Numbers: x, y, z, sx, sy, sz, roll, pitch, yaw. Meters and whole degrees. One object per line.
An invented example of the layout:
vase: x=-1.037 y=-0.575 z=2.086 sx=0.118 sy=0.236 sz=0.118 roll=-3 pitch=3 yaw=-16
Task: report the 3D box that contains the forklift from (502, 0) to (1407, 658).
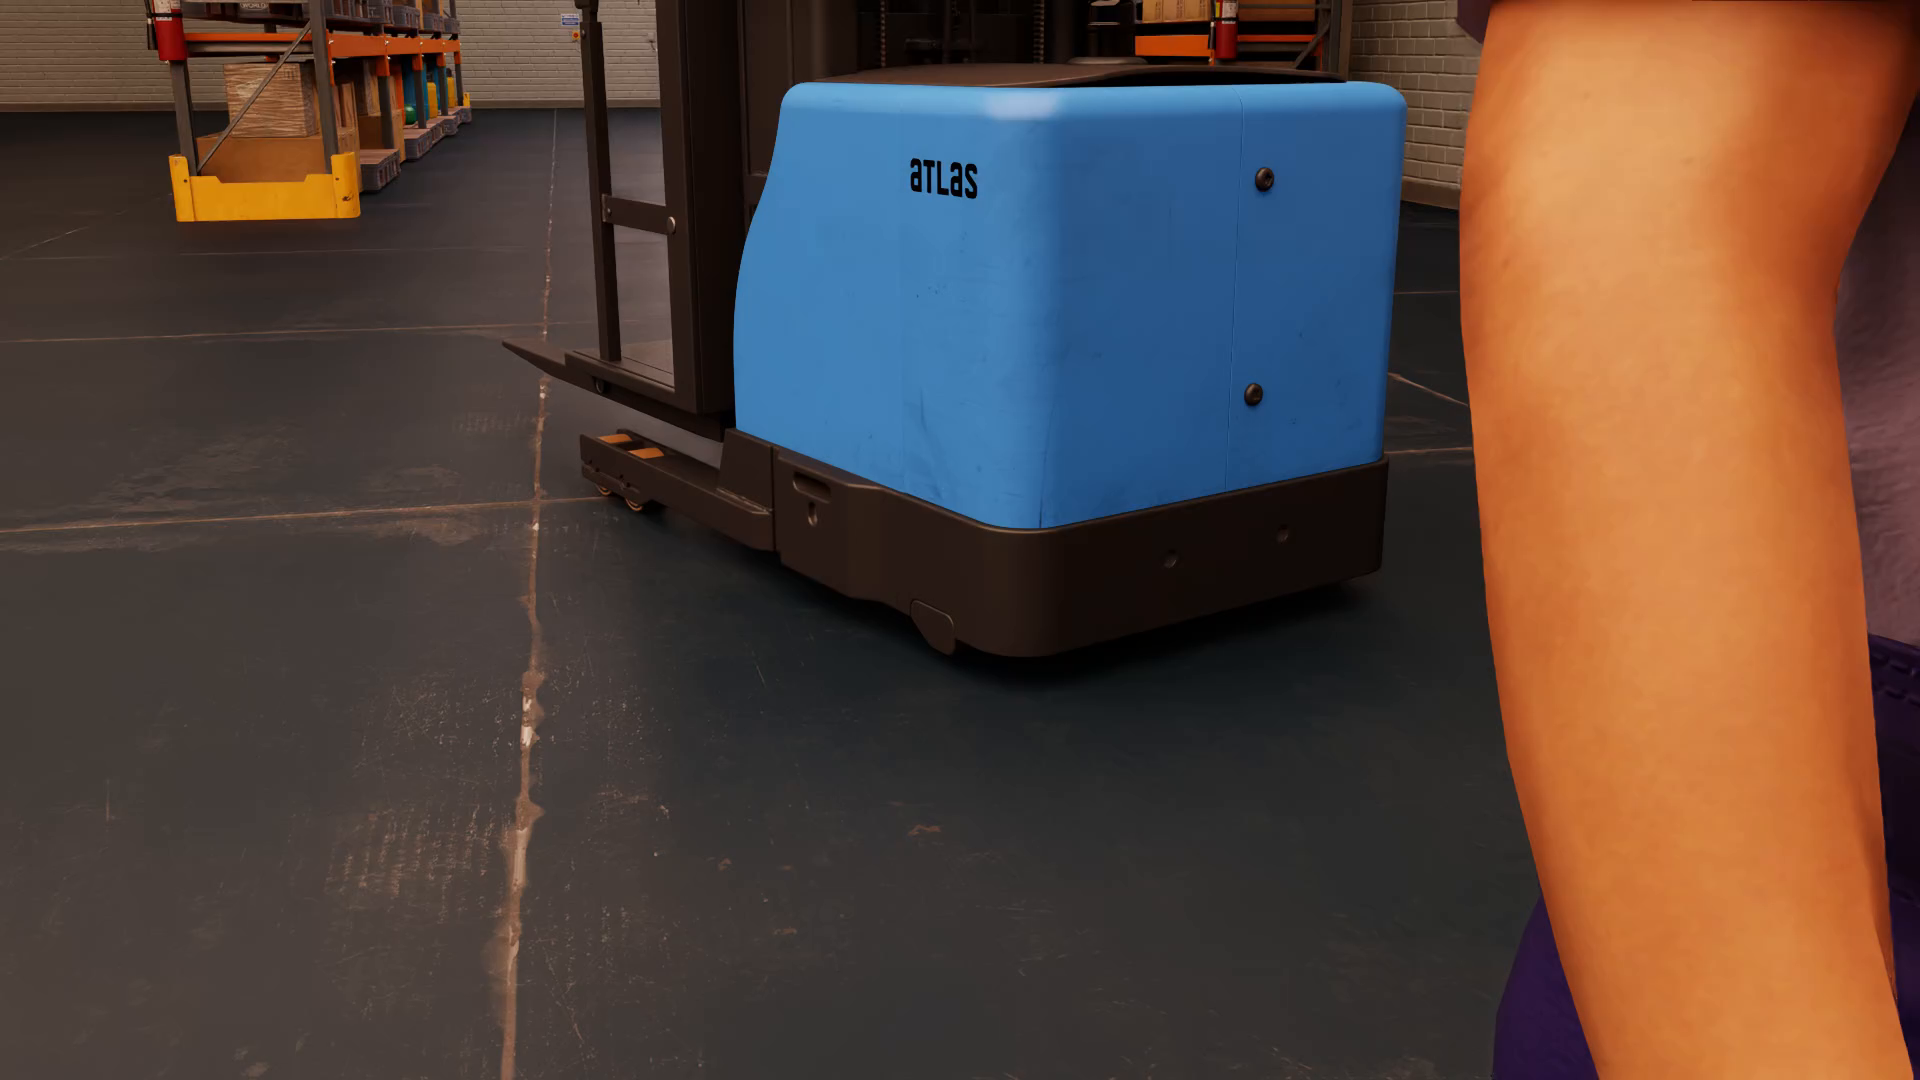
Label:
forklift: x=-0.350 y=-1.547 z=4.075 sx=1.130 sy=2.935 sz=3.031 roll=-11 pitch=20 yaw=-34
